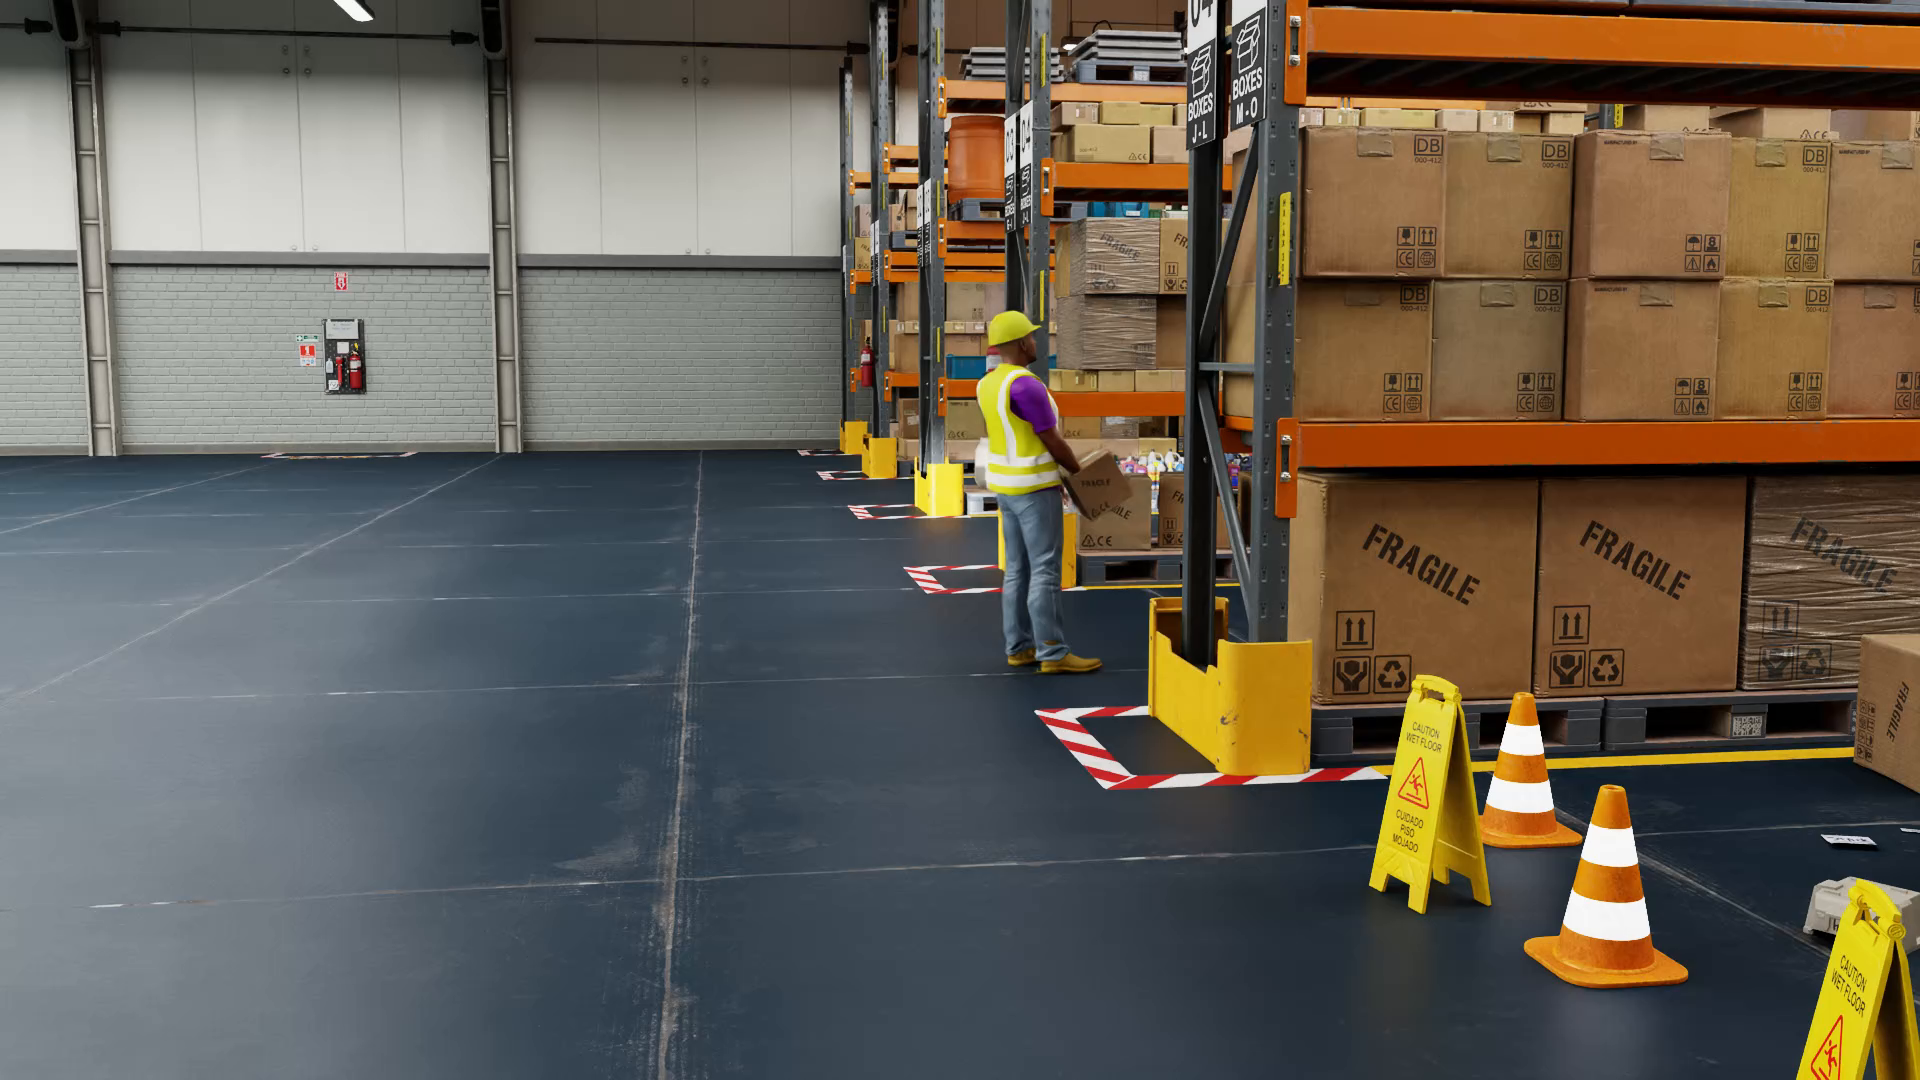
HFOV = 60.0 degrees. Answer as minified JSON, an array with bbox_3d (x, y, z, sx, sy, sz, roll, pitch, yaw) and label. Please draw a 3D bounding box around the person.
[{"bbox_3d":[0.388,-0.243,8.247,0.539,1.767,0.576,-3,7,-24],"label":"person"}]
